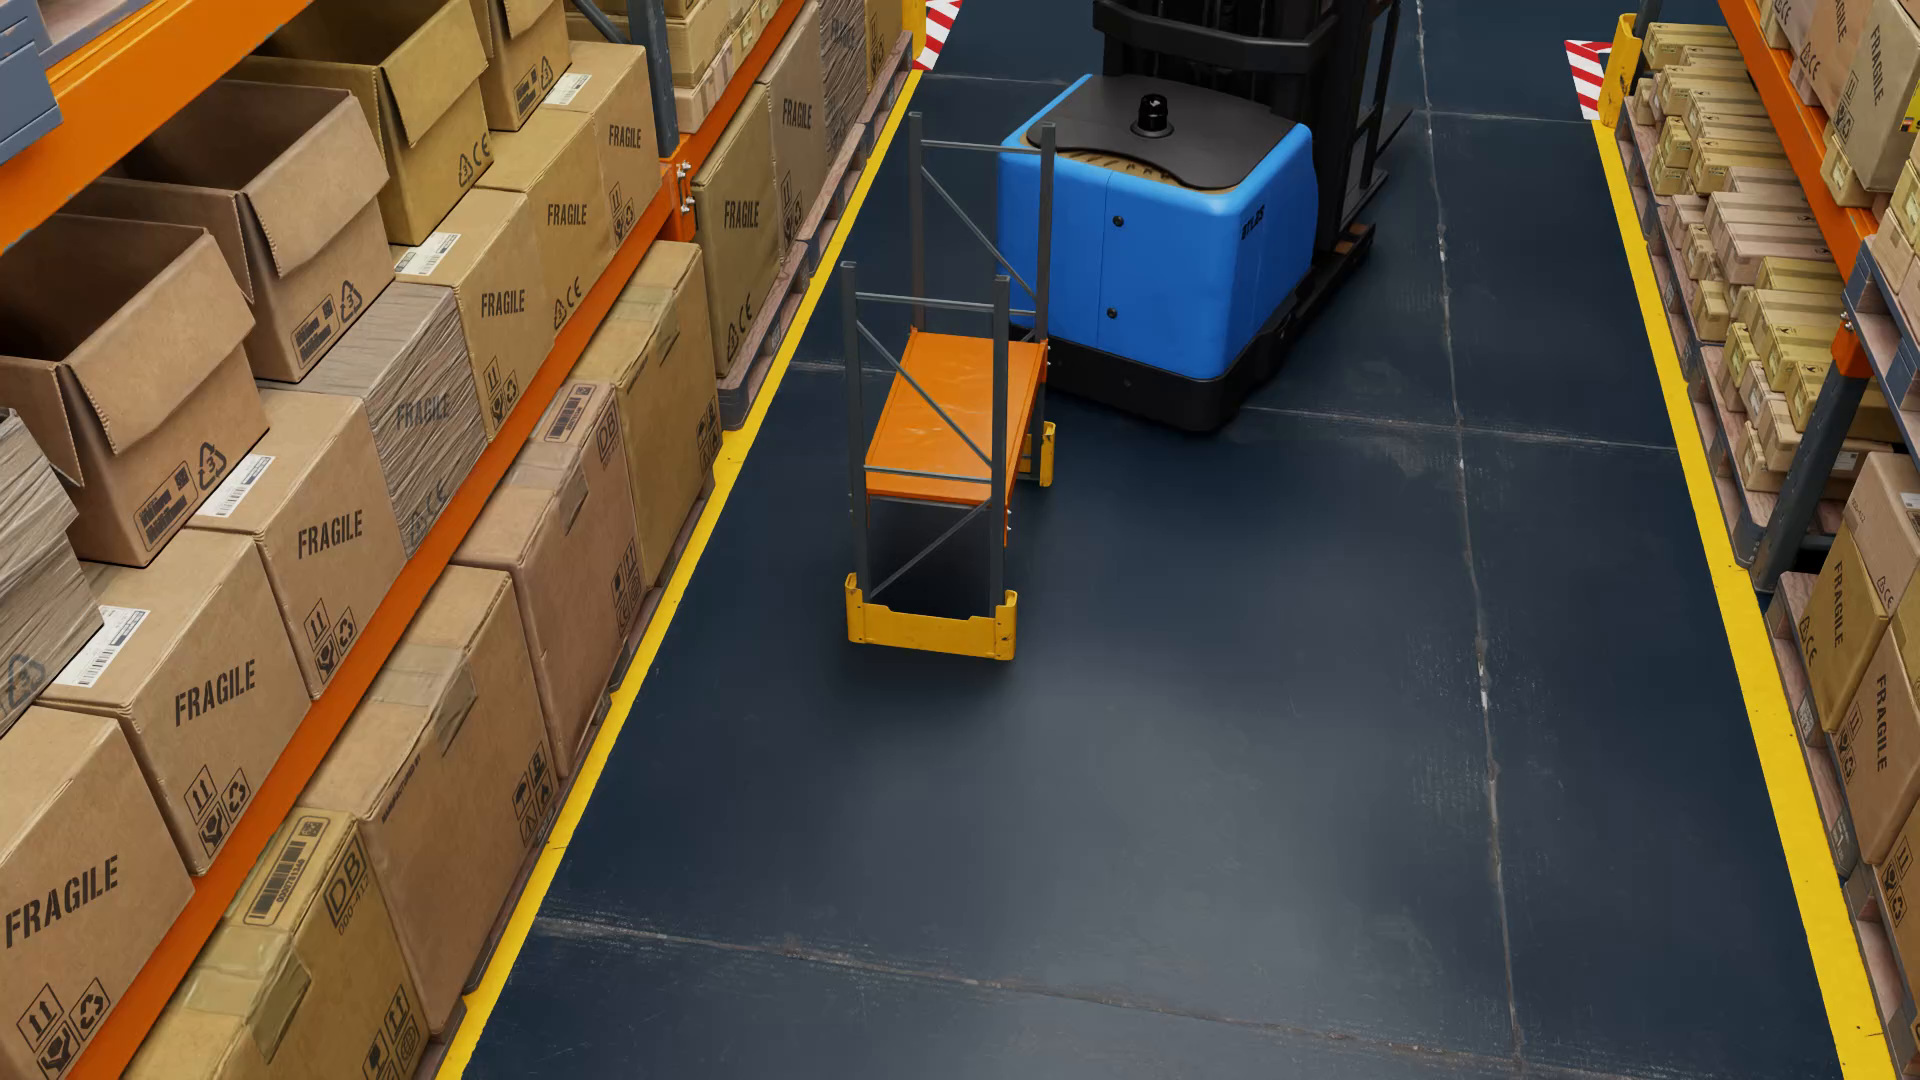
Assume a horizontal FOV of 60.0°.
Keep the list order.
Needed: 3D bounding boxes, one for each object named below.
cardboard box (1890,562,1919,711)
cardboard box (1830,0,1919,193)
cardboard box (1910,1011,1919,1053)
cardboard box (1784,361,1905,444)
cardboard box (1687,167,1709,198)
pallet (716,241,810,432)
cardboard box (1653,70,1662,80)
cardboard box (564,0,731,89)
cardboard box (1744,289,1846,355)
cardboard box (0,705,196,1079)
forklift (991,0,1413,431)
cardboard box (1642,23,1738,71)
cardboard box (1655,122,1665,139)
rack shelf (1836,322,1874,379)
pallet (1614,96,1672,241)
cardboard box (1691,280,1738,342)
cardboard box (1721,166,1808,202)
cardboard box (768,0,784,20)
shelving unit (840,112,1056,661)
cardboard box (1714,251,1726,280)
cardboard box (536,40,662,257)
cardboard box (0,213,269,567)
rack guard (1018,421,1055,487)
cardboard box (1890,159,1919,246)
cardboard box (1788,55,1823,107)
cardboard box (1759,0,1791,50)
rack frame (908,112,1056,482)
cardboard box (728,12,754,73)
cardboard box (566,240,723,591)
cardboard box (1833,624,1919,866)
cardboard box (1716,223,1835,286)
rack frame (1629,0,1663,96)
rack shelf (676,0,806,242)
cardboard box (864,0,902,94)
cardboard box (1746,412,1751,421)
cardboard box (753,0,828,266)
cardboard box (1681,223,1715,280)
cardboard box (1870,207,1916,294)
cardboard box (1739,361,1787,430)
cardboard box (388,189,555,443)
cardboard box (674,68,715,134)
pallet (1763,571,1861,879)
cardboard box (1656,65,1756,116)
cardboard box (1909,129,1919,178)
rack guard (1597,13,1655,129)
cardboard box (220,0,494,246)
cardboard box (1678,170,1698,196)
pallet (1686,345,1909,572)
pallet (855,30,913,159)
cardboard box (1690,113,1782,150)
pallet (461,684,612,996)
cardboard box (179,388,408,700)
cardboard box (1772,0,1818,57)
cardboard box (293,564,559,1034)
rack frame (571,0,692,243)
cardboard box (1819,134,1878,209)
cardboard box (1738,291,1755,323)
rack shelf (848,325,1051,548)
[{"bbox_3d":[2.900,0.334,4.535,0.500,0.250,0.500,7,40,9],"label":"cardboard box"},{"bbox_3d":[3.183,-1.435,5.320,0.500,0.500,0.500,6,40,8],"label":"cardboard box"},{"bbox_3d":[2.711,1.264,4.000,0.500,0.500,0.500,5,40,6],"label":"cardboard box"},{"bbox_3d":[3.183,-0.492,5.932,0.380,0.149,0.250,7,40,9],"label":"cardboard box"},{"bbox_3d":[3.564,-1.680,7.602,0.380,0.149,0.250,5,40,6],"label":"cardboard box"},{"bbox_3d":[-1.282,-0.952,7.235,1.003,0.211,1.213,6,40,8],"label":"pallet"},{"bbox_3d":[3.726,-2.335,8.394,0.380,0.149,0.250,8,40,10],"label":"cardboard box"},{"bbox_3d":[-1.151,-1.880,6.055,0.500,0.250,0.500,6,40,7],"label":"cardboard box"},{"bbox_3d":[3.224,-0.813,6.321,0.380,0.149,0.250,6,40,7],"label":"cardboard box"},{"bbox_3d":[-1.830,0.639,3.044,0.500,0.500,0.500,8,40,9],"label":"cardboard box"},{"bbox_3d":[1.302,-2.487,6.958,1.130,2.935,3.031,20,44,23],"label":"forklift"},{"bbox_3d":[3.644,-2.459,8.311,0.380,0.149,0.250,5,40,6],"label":"cardboard box"},{"bbox_3d":[3.699,-2.054,8.288,0.380,0.149,0.250,6,40,7],"label":"cardboard box"},{"bbox_3d":[3.031,0.585,3.753,1.077,0.370,4.000,6,40,8],"label":"rack shelf"},{"bbox_3d":[3.881,-1.829,8.297,1.003,0.211,1.213,6,40,8],"label":"pallet"},{"bbox_3d":[3.289,-0.944,6.945,0.380,0.149,0.250,6,40,8],"label":"cardboard box"},{"bbox_3d":[3.487,-1.462,7.105,0.380,0.149,0.250,6,40,8],"label":"cardboard box"},{"bbox_3d":[-0.933,-2.266,6.834,0.380,0.149,0.250,6,40,7],"label":"cardboard box"},{"bbox_3d":[-0.013,-0.530,5.714,0.587,1.500,1.083,6,40,8],"label":"shelving unit"},{"bbox_3d":[3.413,-1.174,6.990,0.380,0.149,0.250,5,40,6],"label":"cardboard box"},{"bbox_3d":[-1.302,-1.273,5.357,0.500,0.500,0.500,7,40,8],"label":"cardboard box"},{"bbox_3d":[-1.924,-0.338,3.439,0.797,0.503,0.637,7,40,9],"label":"cardboard box"},{"bbox_3d":[0.073,-0.361,6.491,0.587,0.250,0.087,6,40,8],"label":"rack guard"},{"bbox_3d":[2.856,-0.930,4.656,0.380,0.149,0.250,7,40,8],"label":"cardboard box"},{"bbox_3d":[3.325,-1.723,6.177,0.380,0.149,0.250,5,40,6],"label":"cardboard box"},{"bbox_3d":[3.396,-2.045,6.566,0.380,0.149,0.250,7,40,9],"label":"cardboard box"},{"bbox_3d":[0.073,-0.844,6.093,0.500,1.500,0.032,6,40,8],"label":"rack frame"},{"bbox_3d":[-1.021,-1.940,6.440,0.380,0.149,0.250,8,40,9],"label":"cardboard box"},{"bbox_3d":[-1.581,-0.497,5.835,1.225,0.875,0.875,7,40,8],"label":"cardboard box"},{"bbox_3d":[2.898,0.621,4.777,0.500,0.500,0.500,8,40,10],"label":"cardboard box"},{"bbox_3d":[3.301,-1.148,6.725,0.380,0.149,0.250,5,40,6],"label":"cardboard box"},{"bbox_3d":[4.070,-3.458,8.078,1.000,3.000,0.127,6,40,8],"label":"rack frame"},{"bbox_3d":[-1.144,-2.536,7.527,1.077,0.370,4.000,6,40,8],"label":"rack shelf"},{"bbox_3d":[-0.830,-3.000,8.863,0.875,0.875,0.875,6,40,8],"label":"cardboard box"},{"bbox_3d":[3.237,-0.448,6.346,0.380,0.149,0.250,7,40,9],"label":"cardboard box"},{"bbox_3d":[-1.141,-1.871,7.497,0.875,0.875,0.875,6,40,8],"label":"cardboard box"},{"bbox_3d":[3.409,-1.255,7.322,0.380,0.149,0.250,6,40,8],"label":"cardboard box"},{"bbox_3d":[2.856,-0.816,4.750,0.380,0.149,0.250,5,40,6],"label":"cardboard box"},{"bbox_3d":[3.153,-0.529,6.210,0.380,0.149,0.250,5,40,6],"label":"cardboard box"},{"bbox_3d":[-1.478,-0.634,4.584,0.500,0.500,0.500,6,40,7],"label":"cardboard box"},{"bbox_3d":[-1.111,-1.610,6.040,0.380,0.149,0.250,6,40,8],"label":"cardboard box"},{"bbox_3d":[3.244,0.616,5.339,1.003,0.211,1.213,6,40,8],"label":"pallet"},{"bbox_3d":[3.545,-2.128,7.911,0.380,0.149,0.250,6,40,8],"label":"cardboard box"},{"bbox_3d":[2.856,-1.045,4.561,0.380,0.149,0.250,8,40,10],"label":"cardboard box"},{"bbox_3d":[4.056,-2.447,8.817,1.175,0.500,0.348,6,40,8],"label":"rack guard"},{"bbox_3d":[-1.723,-1.152,4.423,0.797,0.503,0.637,7,40,8],"label":"cardboard box"},{"bbox_3d":[3.560,-1.578,7.713,0.380,0.149,0.250,6,40,8],"label":"cardboard box"},{"bbox_3d":[3.459,-0.298,6.445,1.003,0.211,1.213,6,40,8],"label":"pallet"},{"bbox_3d":[-0.859,-2.483,9.087,1.003,0.211,1.213,6,40,8],"label":"pallet"},{"bbox_3d":[3.527,-1.791,7.503,0.380,0.149,0.250,8,40,9],"label":"cardboard box"},{"bbox_3d":[-1.758,0.778,5.144,1.003,0.211,1.213,6,40,8],"label":"pallet"},{"bbox_3d":[-1.658,-0.007,3.826,0.500,0.500,0.500,6,40,7],"label":"cardboard box"},{"bbox_3d":[3.361,-2.073,6.091,0.500,0.500,0.500,6,40,7],"label":"cardboard box"},{"bbox_3d":[-1.881,0.620,4.484,1.225,0.875,0.875,7,40,8],"label":"cardboard box"},{"bbox_3d":[-1.490,-1.558,5.780,1.000,3.000,0.127,6,40,8],"label":"rack frame"},{"bbox_3d":[3.134,-1.229,5.580,0.380,0.149,0.250,5,40,6],"label":"cardboard box"},{"bbox_3d":[3.322,-0.846,6.593,0.380,0.149,0.250,7,40,8],"label":"cardboard box"},{"bbox_3d":[-0.015,-0.386,5.822,0.538,0.185,1.000,6,40,8],"label":"rack shelf"}]
